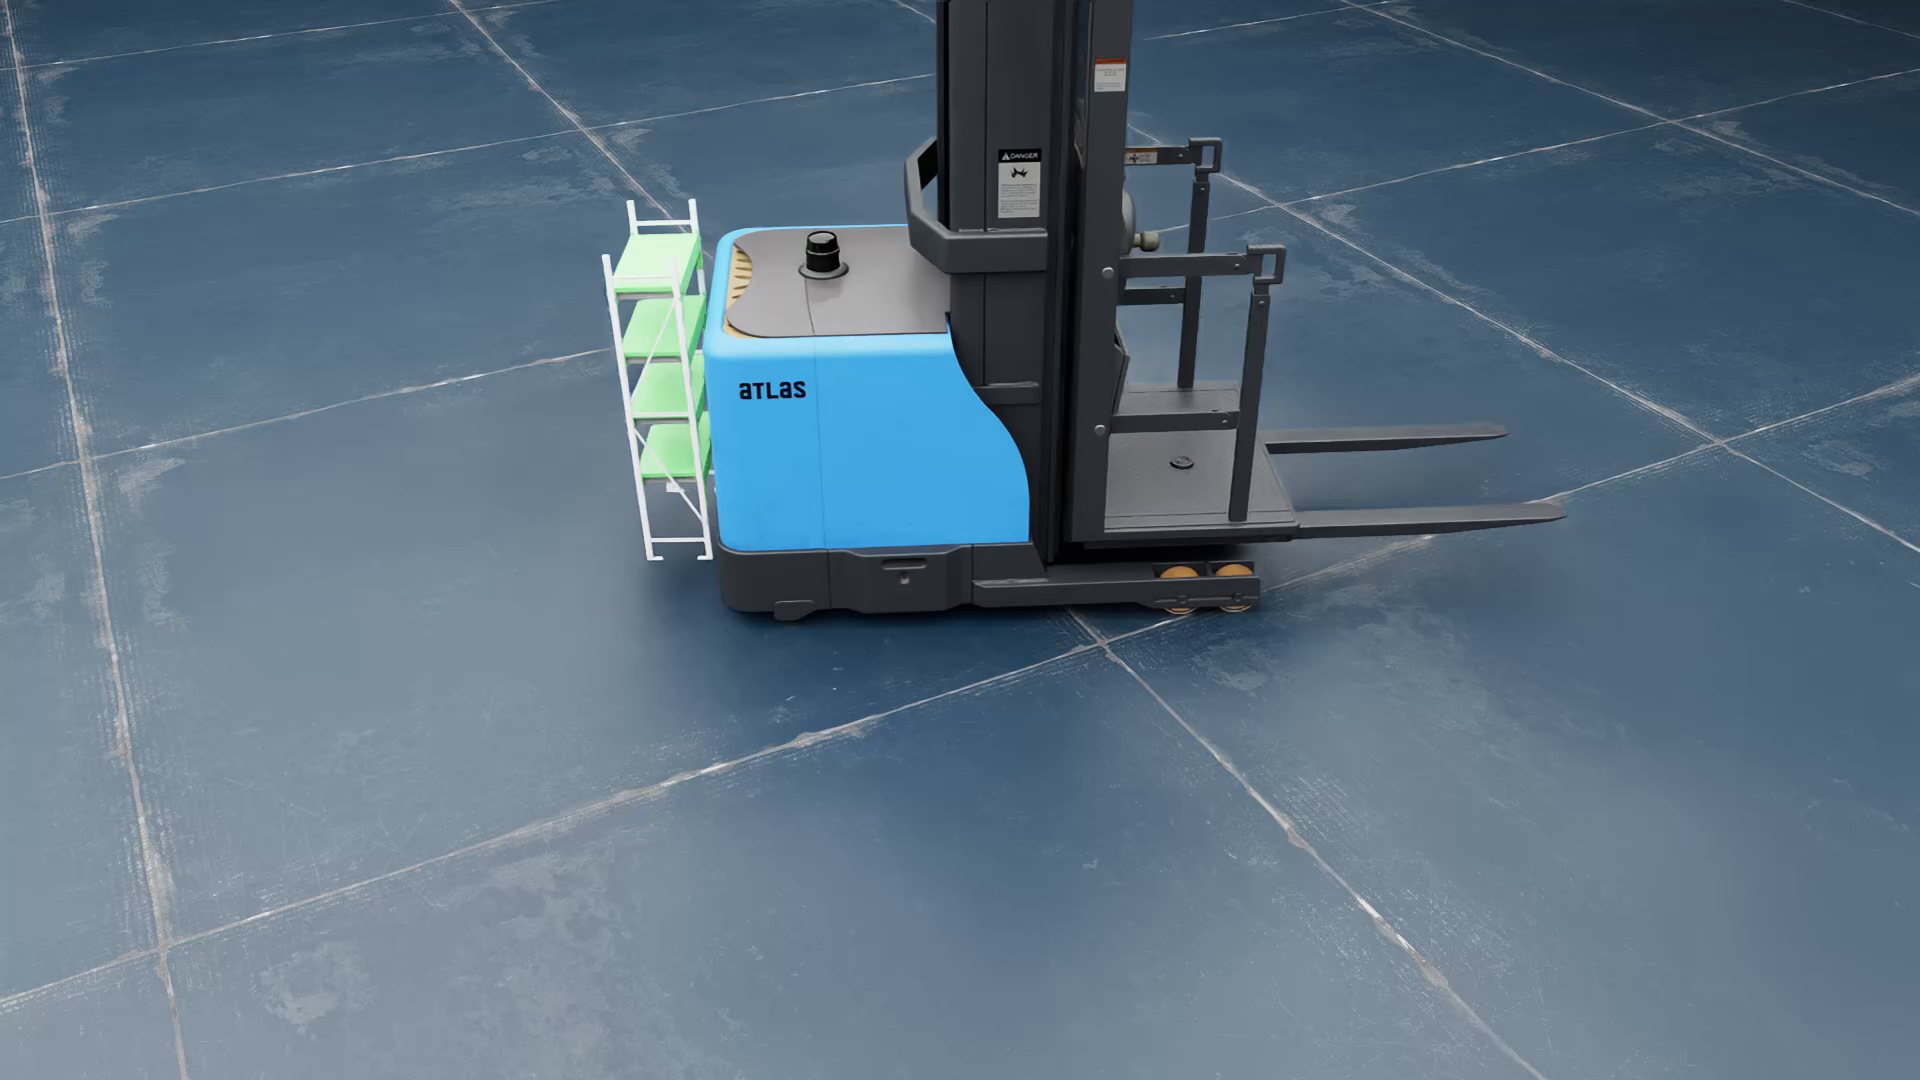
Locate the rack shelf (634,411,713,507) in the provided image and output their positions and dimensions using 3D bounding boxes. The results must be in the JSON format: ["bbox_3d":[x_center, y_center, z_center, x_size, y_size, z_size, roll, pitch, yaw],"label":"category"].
[{"bbox_3d":[-1.039,-0.311,6.181,0.258,0.148,0.480,-1,33,1],"label":"rack shelf"}]

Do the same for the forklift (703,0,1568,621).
[{"bbox_3d":[0.652,-1.258,5.496,3.031,2.935,1.130,-2,33,-3],"label":"forklift"}]

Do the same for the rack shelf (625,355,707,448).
[{"bbox_3d":[-1.045,-0.513,6.051,0.258,0.148,0.480,-1,33,1],"label":"rack shelf"}]

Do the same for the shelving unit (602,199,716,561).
[{"bbox_3d":[-1.046,-0.567,6.017,0.258,1.200,0.503,-1,33,1],"label":"shelving unit"}]

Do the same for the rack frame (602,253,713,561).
[{"bbox_3d":[-1.046,-0.435,5.811,0.240,1.200,0.015,-1,33,1],"label":"rack frame"}]

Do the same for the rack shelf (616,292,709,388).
[{"bbox_3d":[-1.050,-0.715,5.921,0.258,0.148,0.480,-1,33,1],"label":"rack shelf"}]

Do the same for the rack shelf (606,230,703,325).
[{"bbox_3d":[-1.056,-0.917,5.792,0.258,0.148,0.480,-1,33,1],"label":"rack shelf"}]

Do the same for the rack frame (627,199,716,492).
[{"bbox_3d":[-1.047,-0.699,6.222,0.240,1.200,0.015,-1,33,1],"label":"rack frame"}]
